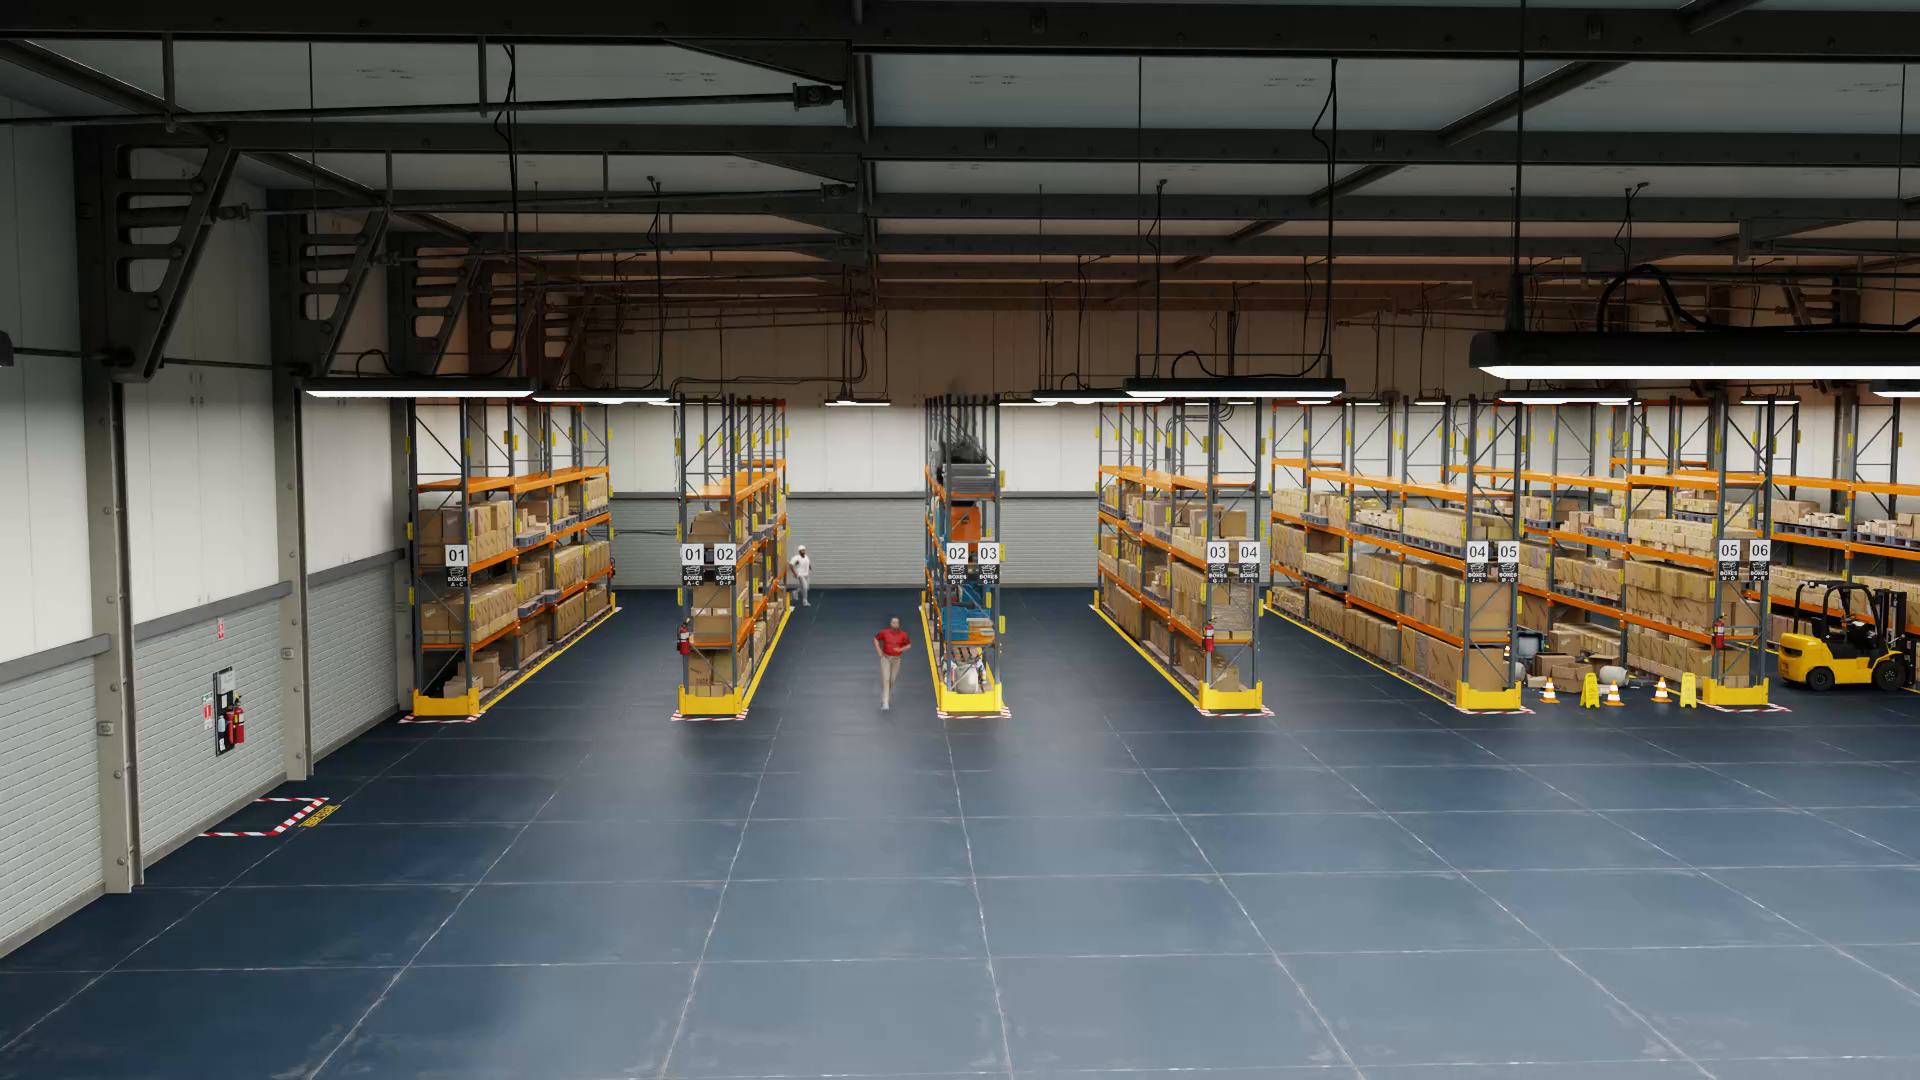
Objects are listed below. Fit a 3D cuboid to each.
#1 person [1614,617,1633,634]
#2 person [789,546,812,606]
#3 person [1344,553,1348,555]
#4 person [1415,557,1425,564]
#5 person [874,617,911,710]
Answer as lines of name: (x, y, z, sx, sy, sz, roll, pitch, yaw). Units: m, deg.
person: (16.385, 1.620, 40.916, 0.662, 1.769, 0.643, -1, 5, -7)
person: (-4.626, 1.037, 48.541, 0.747, 1.760, 0.737, 3, 6, 37)
person: (11.123, 0.951, 49.117, 0.705, 1.824, 0.632, -1, 5, -10)
person: (13.693, 1.017, 49.425, 0.612, 1.641, 0.618, 1, 5, 12)
person: (-1.292, 2.357, 32.055, 0.690, 1.743, 0.860, -1, 5, -14)
